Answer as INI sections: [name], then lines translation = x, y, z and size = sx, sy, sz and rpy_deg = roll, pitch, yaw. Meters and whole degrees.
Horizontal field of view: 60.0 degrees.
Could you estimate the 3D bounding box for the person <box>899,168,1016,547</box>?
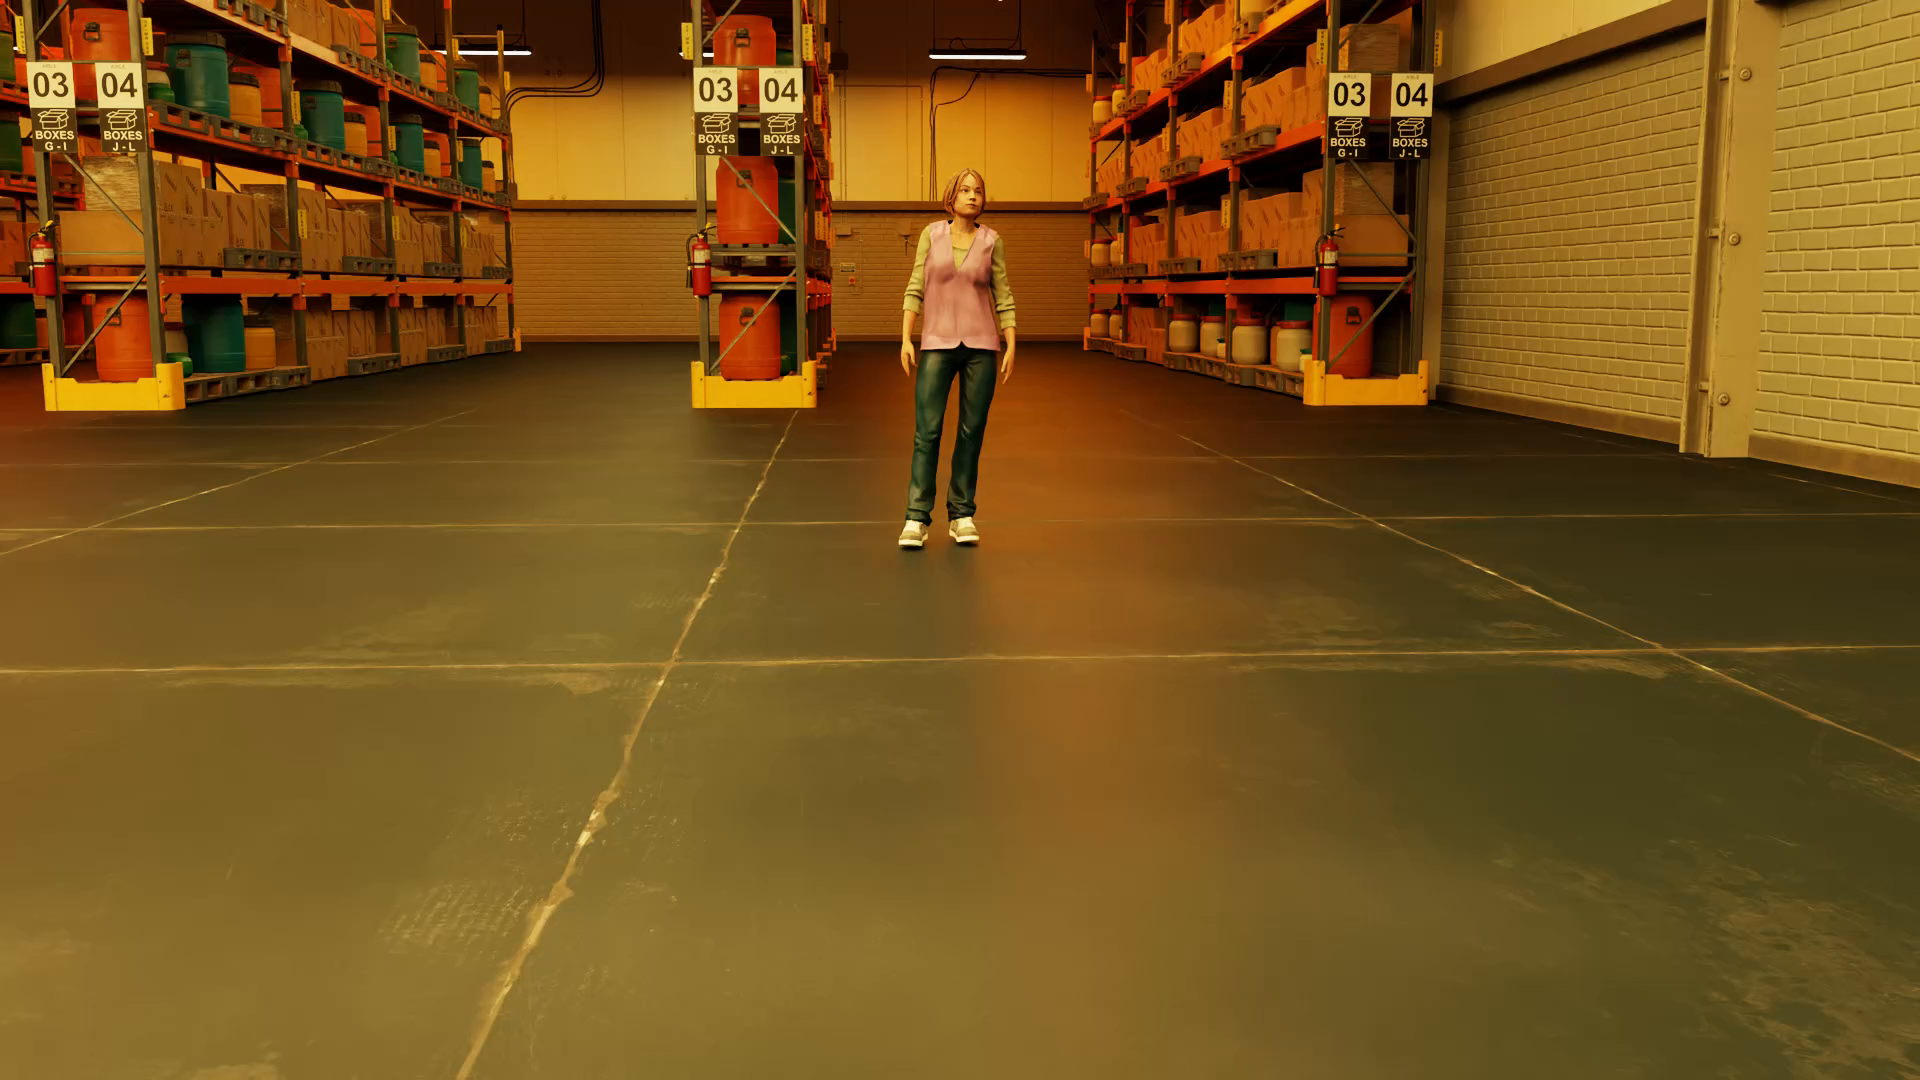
[person]
translation = -0.010, -0.783, 7.119
size = 0.520, 1.590, 0.476
rpy_deg = -1, 8, -4
